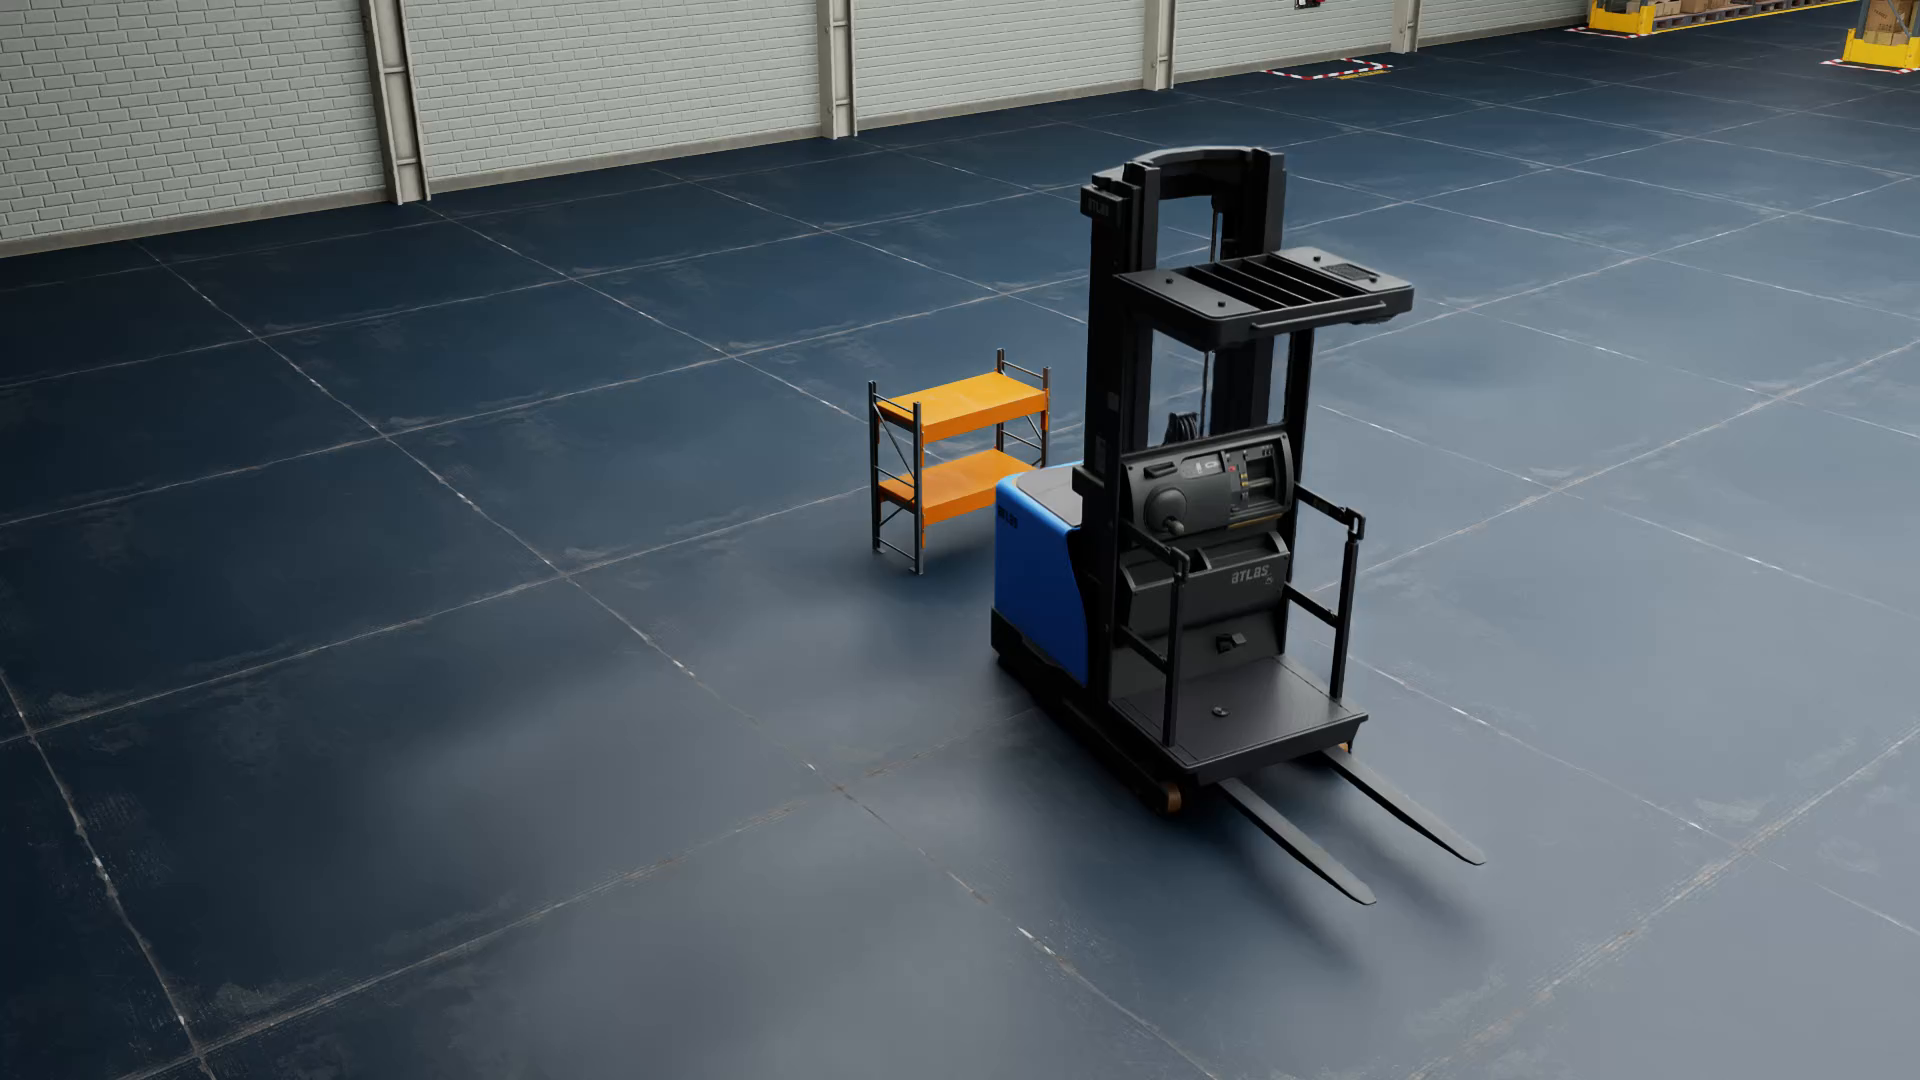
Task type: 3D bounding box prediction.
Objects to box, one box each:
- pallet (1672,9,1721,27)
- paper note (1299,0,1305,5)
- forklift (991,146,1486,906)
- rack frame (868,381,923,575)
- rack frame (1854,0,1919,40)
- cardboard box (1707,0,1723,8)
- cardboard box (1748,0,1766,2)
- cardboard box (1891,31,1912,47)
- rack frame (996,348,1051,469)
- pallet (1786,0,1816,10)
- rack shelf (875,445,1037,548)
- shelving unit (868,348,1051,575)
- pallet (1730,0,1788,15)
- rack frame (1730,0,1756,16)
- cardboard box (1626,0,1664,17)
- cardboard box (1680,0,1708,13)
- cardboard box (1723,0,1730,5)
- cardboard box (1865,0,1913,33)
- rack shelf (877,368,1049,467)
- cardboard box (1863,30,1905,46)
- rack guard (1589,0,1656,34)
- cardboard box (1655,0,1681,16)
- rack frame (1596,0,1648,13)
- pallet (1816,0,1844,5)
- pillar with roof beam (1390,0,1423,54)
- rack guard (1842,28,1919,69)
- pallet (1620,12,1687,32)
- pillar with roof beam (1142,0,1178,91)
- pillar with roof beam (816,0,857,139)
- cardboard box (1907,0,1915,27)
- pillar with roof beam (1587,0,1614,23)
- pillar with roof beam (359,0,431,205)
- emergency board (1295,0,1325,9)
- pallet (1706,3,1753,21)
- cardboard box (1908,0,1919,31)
[{"bbox_3d":[14.187,-10.327,32.752,1.213,0.211,1.003,-18,31,-34],"label":"pallet"},{"bbox_3d":[5.653,-8.916,27.444,0.142,0.148,0.016,-18,31,-34],"label":"paper note"},{"bbox_3d":[1.297,-0.235,7.775,1.130,2.935,3.031,-12,28,-25],"label":"forklift"},{"bbox_3d":[-0.395,-0.380,10.232,0.032,1.125,0.500,-18,31,-34],"label":"rack frame"},{"bbox_3d":[15.567,-9.418,27.480,0.127,3.000,1.000,-18,31,-34],"label":"rack frame"},{"bbox_3d":[14.863,-10.880,33.076,0.500,0.500,0.500,-21,32,-38],"label":"cardboard box"},{"bbox_3d":[16.224,-11.359,34.110,0.500,0.500,0.700,-17,30,-32],"label":"cardboard box"},{"bbox_3d":[16.126,-8.427,28.111,0.500,0.250,0.500,-18,31,-34],"label":"cardboard box"},{"bbox_3d":[0.405,-0.644,10.802,0.032,1.125,0.500,-18,31,-34],"label":"rack frame"},{"bbox_3d":[17.227,-11.354,34.963,1.213,0.211,1.003,-18,31,-34],"label":"pallet"},{"bbox_3d":[0.005,-0.290,10.620,1.000,0.278,0.538,-18,31,-34],"label":"rack shelf"},{"bbox_3d":[0.005,-0.512,10.517,1.048,1.125,0.538,-18,31,-34],"label":"shelving unit"},{"bbox_3d":[16.267,-11.035,34.276,1.213,0.211,1.003,-18,31,-34],"label":"pallet"},{"bbox_3d":[15.655,-12.097,33.252,0.127,3.000,1.000,-18,31,-34],"label":"rack frame"},{"bbox_3d":[13.107,-10.188,31.810,0.500,0.311,0.500,-23,33,-40],"label":"cardboard box"},{"bbox_3d":[14.164,-10.596,32.464,0.500,0.500,0.700,-21,32,-37],"label":"cardboard box"},{"bbox_3d":[15.252,-10.862,33.435,0.380,0.166,0.250,22,33,39],"label":"cardboard box"},{"bbox_3d":[15.805,-8.939,28.325,0.500,0.500,0.500,-18,31,-34],"label":"cardboard box"},{"bbox_3d":[0.005,-0.777,10.394,1.000,0.278,0.538,-18,31,-34],"label":"rack shelf"},{"bbox_3d":[15.807,-8.598,28.481,0.500,0.250,0.500,-18,31,-34],"label":"cardboard box"},{"bbox_3d":[12.567,-9.944,31.582,0.348,0.500,1.175,-18,31,-34],"label":"rack guard"},{"bbox_3d":[13.556,-10.336,32.129,0.500,0.311,0.500,-15,29,-30],"label":"cardboard box"},{"bbox_3d":[12.507,-11.058,31.013,0.127,3.000,1.000,-18,31,-34],"label":"rack frame"},{"bbox_3d":[18.187,-11.669,35.642,1.213,0.211,1.003,-18,31,-34],"label":"pallet"},{"bbox_3d":[10.459,-11.263,24.329,0.400,9.000,9.100,-18,31,-34],"label":"pillar with roof beam"},{"bbox_3d":[15.548,-8.278,27.992,0.348,0.500,1.175,-18,31,-34],"label":"rack guard"},{"bbox_3d":[13.228,-10.012,32.072,1.213,0.211,1.003,-18,31,-34],"label":"pallet"},{"bbox_3d":[5.738,-9.704,20.970,0.400,9.000,9.100,-18,31,-34],"label":"pillar with roof beam"},{"bbox_3d":[1.016,-8.146,17.612,0.400,9.000,9.100,-18,31,-34],"label":"pillar with roof beam"},{"bbox_3d":[16.583,-9.204,28.895,0.500,0.500,0.500,-18,31,-34],"label":"cardboard box"},{"bbox_3d":[15.181,-12.821,27.687,0.400,9.000,9.100,-18,31,-34],"label":"pillar with roof beam"},{"bbox_3d":[-3.705,-6.587,14.254,0.400,9.000,9.100,-18,31,-34],"label":"pillar with roof beam"},{"bbox_3d":[5.835,-9.338,27.308,0.643,1.169,0.194,-18,31,-34],"label":"emergency board"},{"bbox_3d":[15.148,-10.646,33.438,1.213,0.211,1.003,-18,31,-34],"label":"pallet"},{"bbox_3d":[16.518,-8.897,28.235,0.500,0.500,0.500,-18,31,-34],"label":"cardboard box"}]
